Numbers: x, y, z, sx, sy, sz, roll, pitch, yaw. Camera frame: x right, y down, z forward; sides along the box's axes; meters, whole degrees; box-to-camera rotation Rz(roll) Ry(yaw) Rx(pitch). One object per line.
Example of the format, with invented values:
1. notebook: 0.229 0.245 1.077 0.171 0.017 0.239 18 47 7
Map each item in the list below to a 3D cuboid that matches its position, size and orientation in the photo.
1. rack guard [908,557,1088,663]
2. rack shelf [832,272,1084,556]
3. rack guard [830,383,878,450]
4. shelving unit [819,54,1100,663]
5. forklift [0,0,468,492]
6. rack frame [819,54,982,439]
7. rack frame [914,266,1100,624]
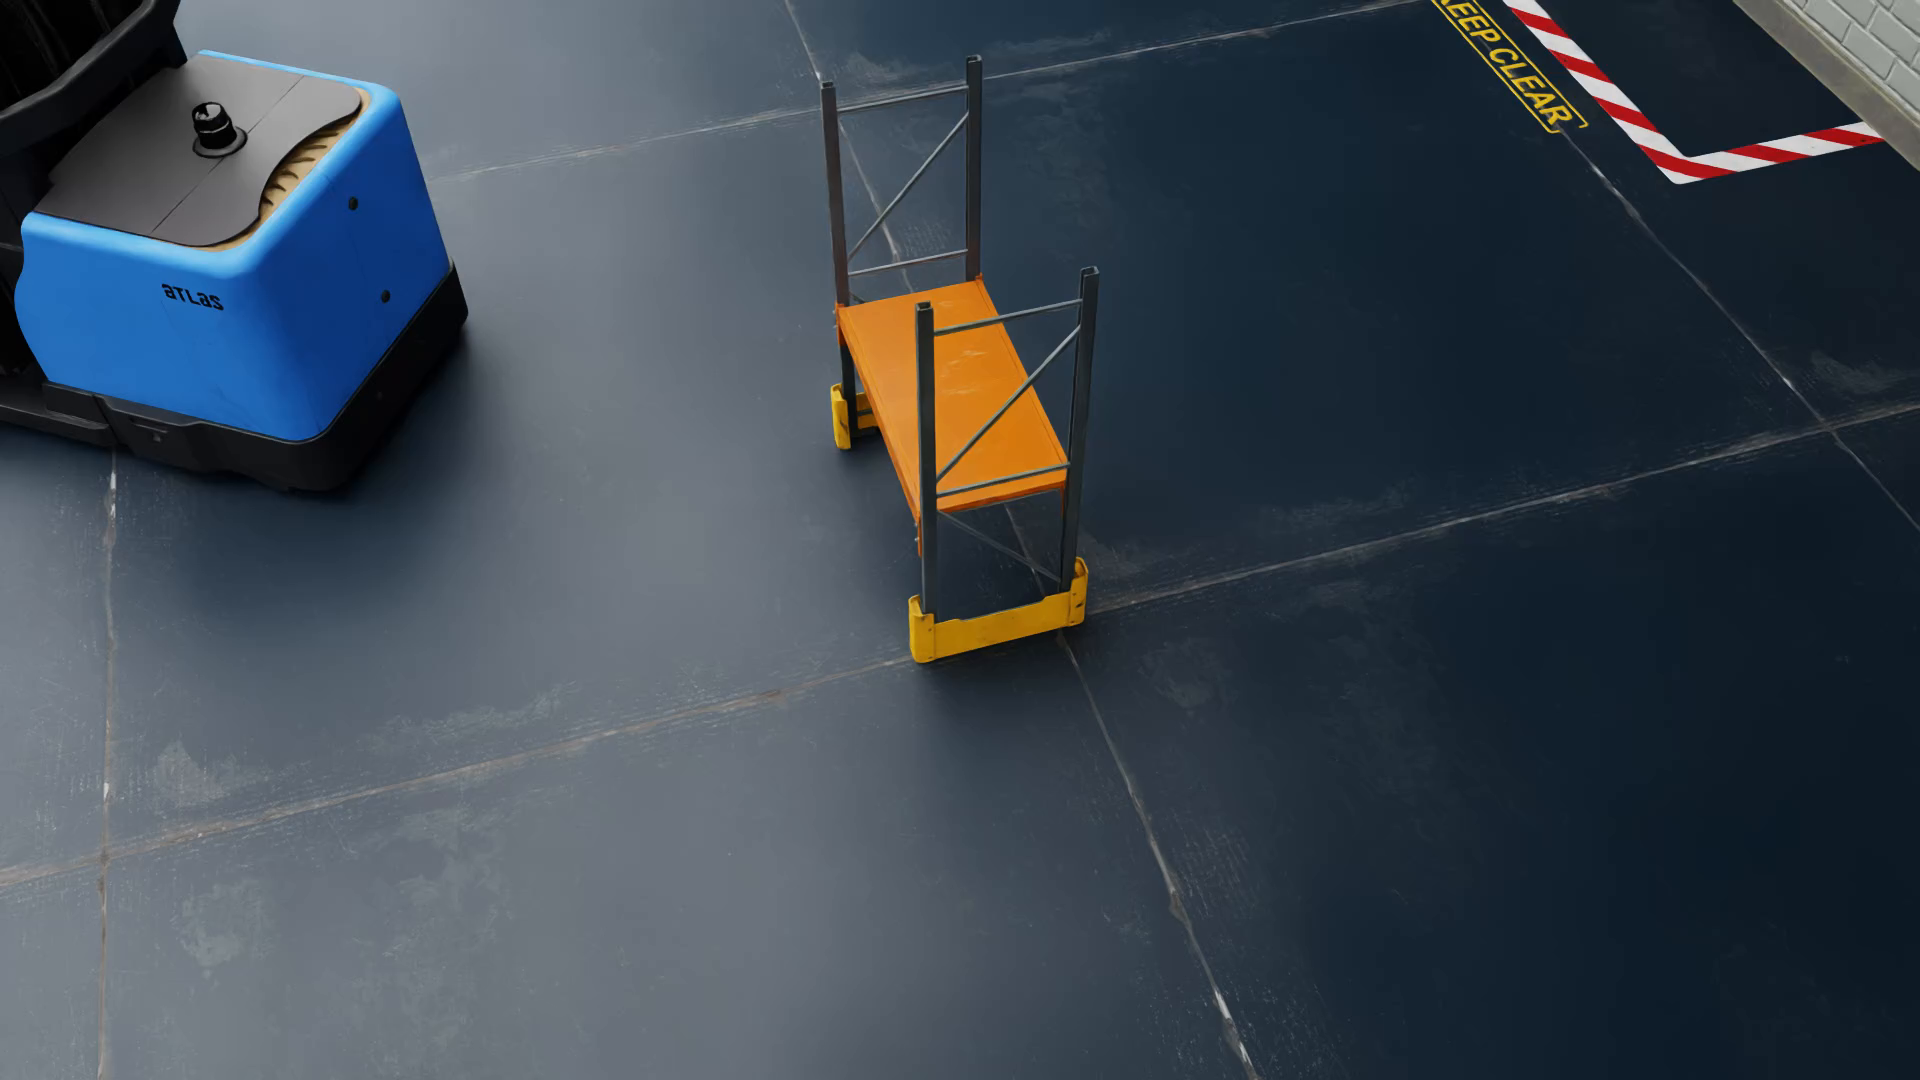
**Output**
1. rack guard: 0.125 0.227 5.395 0.587 0.250 0.087 -13 51 -11
2. rack shelf: -0.025 -0.430 5.367 0.538 0.185 1.000 -13 51 -11
3. rack guard: -0.170 -0.500 6.008 0.587 0.250 0.087 -13 51 -11
4. shelving unit: -0.023 -0.539 5.224 0.587 1.500 1.083 -13 51 -11
5. forklift: -3.463 -1.777 5.331 3.031 2.935 1.130 14 51 11
6. rack frame: -0.176 -0.917 5.542 0.500 1.500 0.032 -13 51 -11
7. rack frame: 0.125 -0.174 4.916 0.500 1.500 0.032 -13 51 -11
